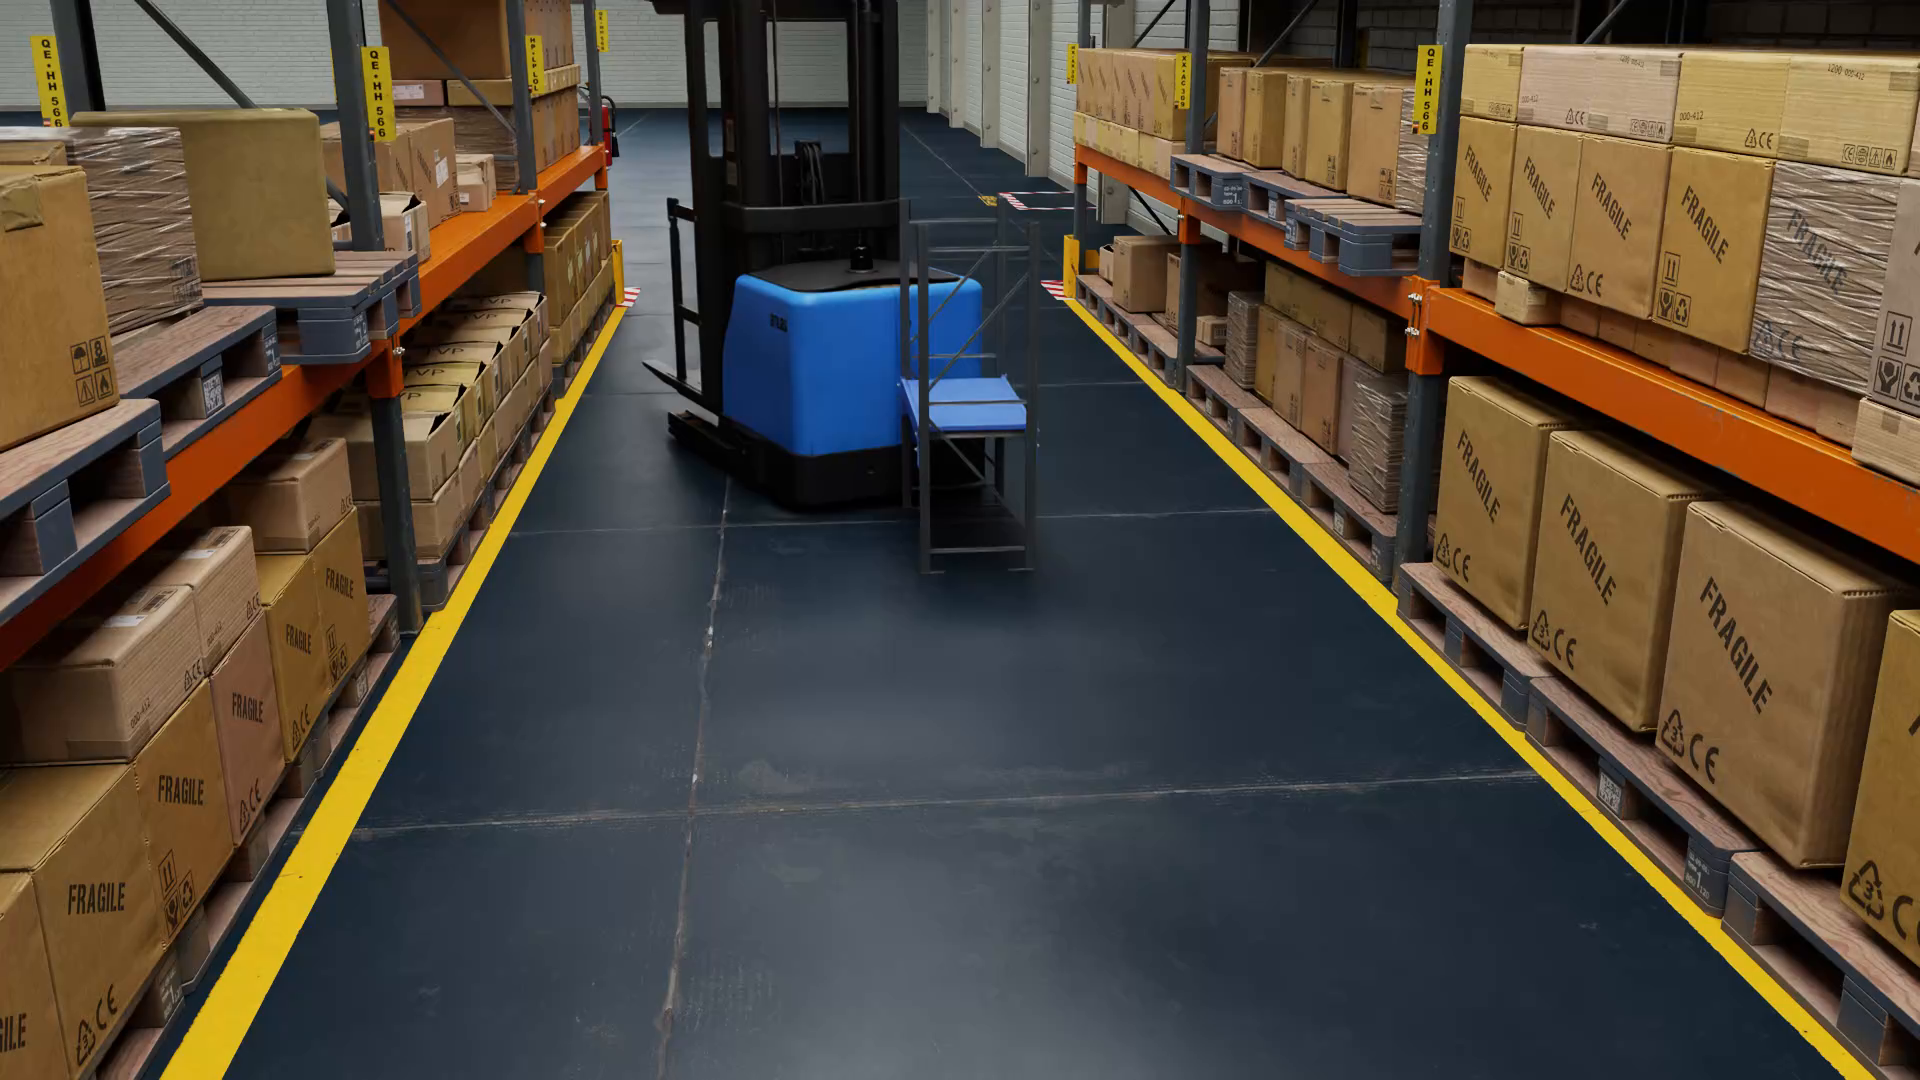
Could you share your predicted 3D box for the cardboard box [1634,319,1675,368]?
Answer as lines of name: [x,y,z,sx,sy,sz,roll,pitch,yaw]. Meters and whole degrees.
cardboard box: [2.276,-0.612,5.005,0.380,0.149,0.250,-2,17,-5]

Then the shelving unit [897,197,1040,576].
shelving unit: [0.021,-0.726,7.485,0.538,1.500,1.048,-2,18,-6]

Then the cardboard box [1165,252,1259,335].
cardboard box: [1.753,-1.727,11.610,0.500,0.500,0.500,-3,18,-10]

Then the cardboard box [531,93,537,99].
cardboard box: [-2.945,-2.921,10.723,0.380,0.149,0.250,-2,18,-6]

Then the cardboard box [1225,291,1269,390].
cardboard box: [1.992,-1.200,9.932,0.700,0.500,0.500,-1,17,-4]

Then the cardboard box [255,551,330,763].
cardboard box: [-2.231,0.352,4.986,0.500,0.500,0.500,-2,18,-8]

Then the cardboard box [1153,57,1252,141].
cardboard box: [1.544,-2.829,10.646,0.500,0.500,0.500,-2,18,-6]

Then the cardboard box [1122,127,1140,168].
cardboard box: [1.439,-2.770,11.709,0.500,0.250,0.500,-2,18,-6]

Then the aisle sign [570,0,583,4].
aisle sign: [-3.154,-4.709,13.327,0.394,0.787,0.004,-2,18,-6]

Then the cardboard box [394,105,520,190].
cardboard box: [-3.079,-2.428,10.235,0.700,0.500,0.500,-2,18,-7]

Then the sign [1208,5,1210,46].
sign: [2.041,-4.308,13.931,0.100,0.325,0.005,-2,18,-6]

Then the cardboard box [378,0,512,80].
cardboard box: [-3.079,-3.047,10.040,0.700,0.500,0.500,-2,18,-5]

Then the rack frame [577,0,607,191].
rack frame: [-3.440,-3.440,13.625,1.000,3.000,0.127,-2,18,-6]

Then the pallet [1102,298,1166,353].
pallet: [1.666,-1.635,12.532,1.003,0.211,1.213,-2,18,-6]

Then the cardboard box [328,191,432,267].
cardboard box: [-2.514,-1.286,6.914,0.500,0.311,0.500,-2,18,-6]

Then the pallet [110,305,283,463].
pallet: [-2.409,-0.385,4.217,1.003,0.211,1.213,-2,18,-6]

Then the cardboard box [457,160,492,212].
cardboard box: [-2.754,-1.927,9.033,0.396,0.266,0.258,-2,18,-7]

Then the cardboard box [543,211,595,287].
cardboard box: [-2.920,-2.089,11.960,0.500,0.500,0.500,-2,18,-6]

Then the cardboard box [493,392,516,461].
cardboard box: [-2.541,-0.567,8.364,0.500,0.250,0.500,-1,17,-5]

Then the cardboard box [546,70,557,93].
cardboard box: [-3.049,-3.227,11.697,0.380,0.149,0.250,-2,18,-6]

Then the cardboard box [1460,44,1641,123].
cardboard box: [2.106,-1.615,5.866,0.500,0.250,0.500,-1,17,-4]

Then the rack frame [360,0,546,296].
rack frame: [-3.027,-2.248,9.829,1.000,3.000,0.127,-2,18,-6]

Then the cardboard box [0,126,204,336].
cardboard box: [-2.533,-0.842,4.482,0.700,0.500,0.500,1,17,5]

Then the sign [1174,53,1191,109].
sign: [1.361,-2.796,10.130,0.100,0.325,0.005,-2,18,-6]

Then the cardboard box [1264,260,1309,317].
cardboard box: [2.041,-1.427,9.402,0.500,0.250,0.500,-2,18,-7]

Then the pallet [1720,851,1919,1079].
pallet: [2.570,1.084,3.871,1.003,0.211,1.213,-2,18,-6]

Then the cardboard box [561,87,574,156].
cardboard box: [-3.345,-3.191,12.668,0.700,0.500,0.500,-1,17,-4]

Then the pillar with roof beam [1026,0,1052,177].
pillar with roof beam: [-3.100,-9.716,23.603,9.100,9.000,0.400,-2,18,-6]

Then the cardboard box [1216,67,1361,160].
cardboard box: [1.918,-2.507,9.753,0.700,0.500,0.500,-2,18,-5]

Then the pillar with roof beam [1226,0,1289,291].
pillar with roof beam: [-1.862,-6.141,12.215,9.100,9.000,0.400,-2,18,-6]

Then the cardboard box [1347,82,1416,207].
cardboard box: [2.169,-1.773,7.416,0.700,0.500,0.500,-3,18,-11]

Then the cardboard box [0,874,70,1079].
cardboard box: [-2.009,0.967,3.029,0.500,0.500,0.500,-3,18,-8]

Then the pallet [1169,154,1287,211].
pallet: [1.834,-2.078,9.609,1.003,0.211,1.213,-2,18,-6]

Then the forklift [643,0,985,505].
forklift: [-1.006,-1.963,9.036,1.130,2.935,3.031,-9,20,-26]

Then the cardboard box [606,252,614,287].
cardboard box: [-3.090,-2.177,13.494,0.500,0.250,0.500,-2,18,-6]

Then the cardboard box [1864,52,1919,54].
cardboard box: [2.770,-1.181,4.482,0.500,0.250,0.500,-2,18,-7]

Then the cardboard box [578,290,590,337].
cardboard box: [-2.866,-1.582,11.598,0.500,0.250,0.500,-2,18,-6]

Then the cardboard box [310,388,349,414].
cardboard box: [-2.974,-0.515,7.264,0.500,0.311,0.500,-2,18,-6]

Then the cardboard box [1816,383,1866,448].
cardboard box: [2.332,-0.305,4.027,0.380,0.149,0.250,-2,18,-6]

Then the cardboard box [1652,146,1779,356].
cardboard box: [2.264,-0.798,4.513,0.500,0.500,0.500,-1,17,-4]

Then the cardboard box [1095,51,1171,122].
cardboard box: [1.326,-3.436,12.580,0.500,0.500,0.500,-2,18,-7]

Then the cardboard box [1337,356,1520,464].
cardboard box: [2.249,-0.598,8.011,0.700,0.500,0.500,-2,18,-6]

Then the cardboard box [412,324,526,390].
cardboard box: [-2.591,-0.989,8.771,0.500,0.311,0.500,-2,18,-6]

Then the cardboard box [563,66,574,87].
cardboard box: [-3.156,-3.535,12.678,0.380,0.149,0.250,-2,18,-6]

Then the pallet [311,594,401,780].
pallet: [-2.575,0.498,5.739,1.003,0.211,1.213,-2,18,-6]

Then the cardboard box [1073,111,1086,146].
cardboard box: [1.222,-3.377,13.641,0.500,0.250,0.500,-2,18,-7]

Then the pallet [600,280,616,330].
pallet: [-3.319,-1.883,13.321,1.003,0.211,1.213,-2,18,-6]

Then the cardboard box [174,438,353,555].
cardboard box: [-2.274,-0.143,5.312,0.500,0.250,0.500,-1,17,-4]

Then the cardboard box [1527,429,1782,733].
cardboard box: [2.342,0.099,5.241,0.750,0.750,0.750,-2,18,-6]

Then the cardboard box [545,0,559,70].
cardboard box: [-3.286,-3.644,11.945,0.700,0.500,0.500,-2,18,-5]

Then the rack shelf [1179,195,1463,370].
rack shelf: [2.106,-1.463,8.530,1.077,0.370,4.000,-2,18,-6]

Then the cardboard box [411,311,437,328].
cardboard box: [-3.186,-1.124,9.202,0.500,0.311,0.500,-2,18,-6]

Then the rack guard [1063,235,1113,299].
rack guard: [1.495,-2.378,14.418,1.175,0.500,0.348,-2,18,-6]

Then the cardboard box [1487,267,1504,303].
cardboard box: [2.133,-0.919,5.984,0.380,0.149,0.250,-2,17,-5]

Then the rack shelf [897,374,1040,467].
rack shelf: [0.021,-0.554,7.539,0.538,0.185,1.000,-2,18,-6]

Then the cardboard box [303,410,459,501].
cardboard box: [-2.376,-0.377,6.824,0.500,0.311,0.500,-1,17,-4]
